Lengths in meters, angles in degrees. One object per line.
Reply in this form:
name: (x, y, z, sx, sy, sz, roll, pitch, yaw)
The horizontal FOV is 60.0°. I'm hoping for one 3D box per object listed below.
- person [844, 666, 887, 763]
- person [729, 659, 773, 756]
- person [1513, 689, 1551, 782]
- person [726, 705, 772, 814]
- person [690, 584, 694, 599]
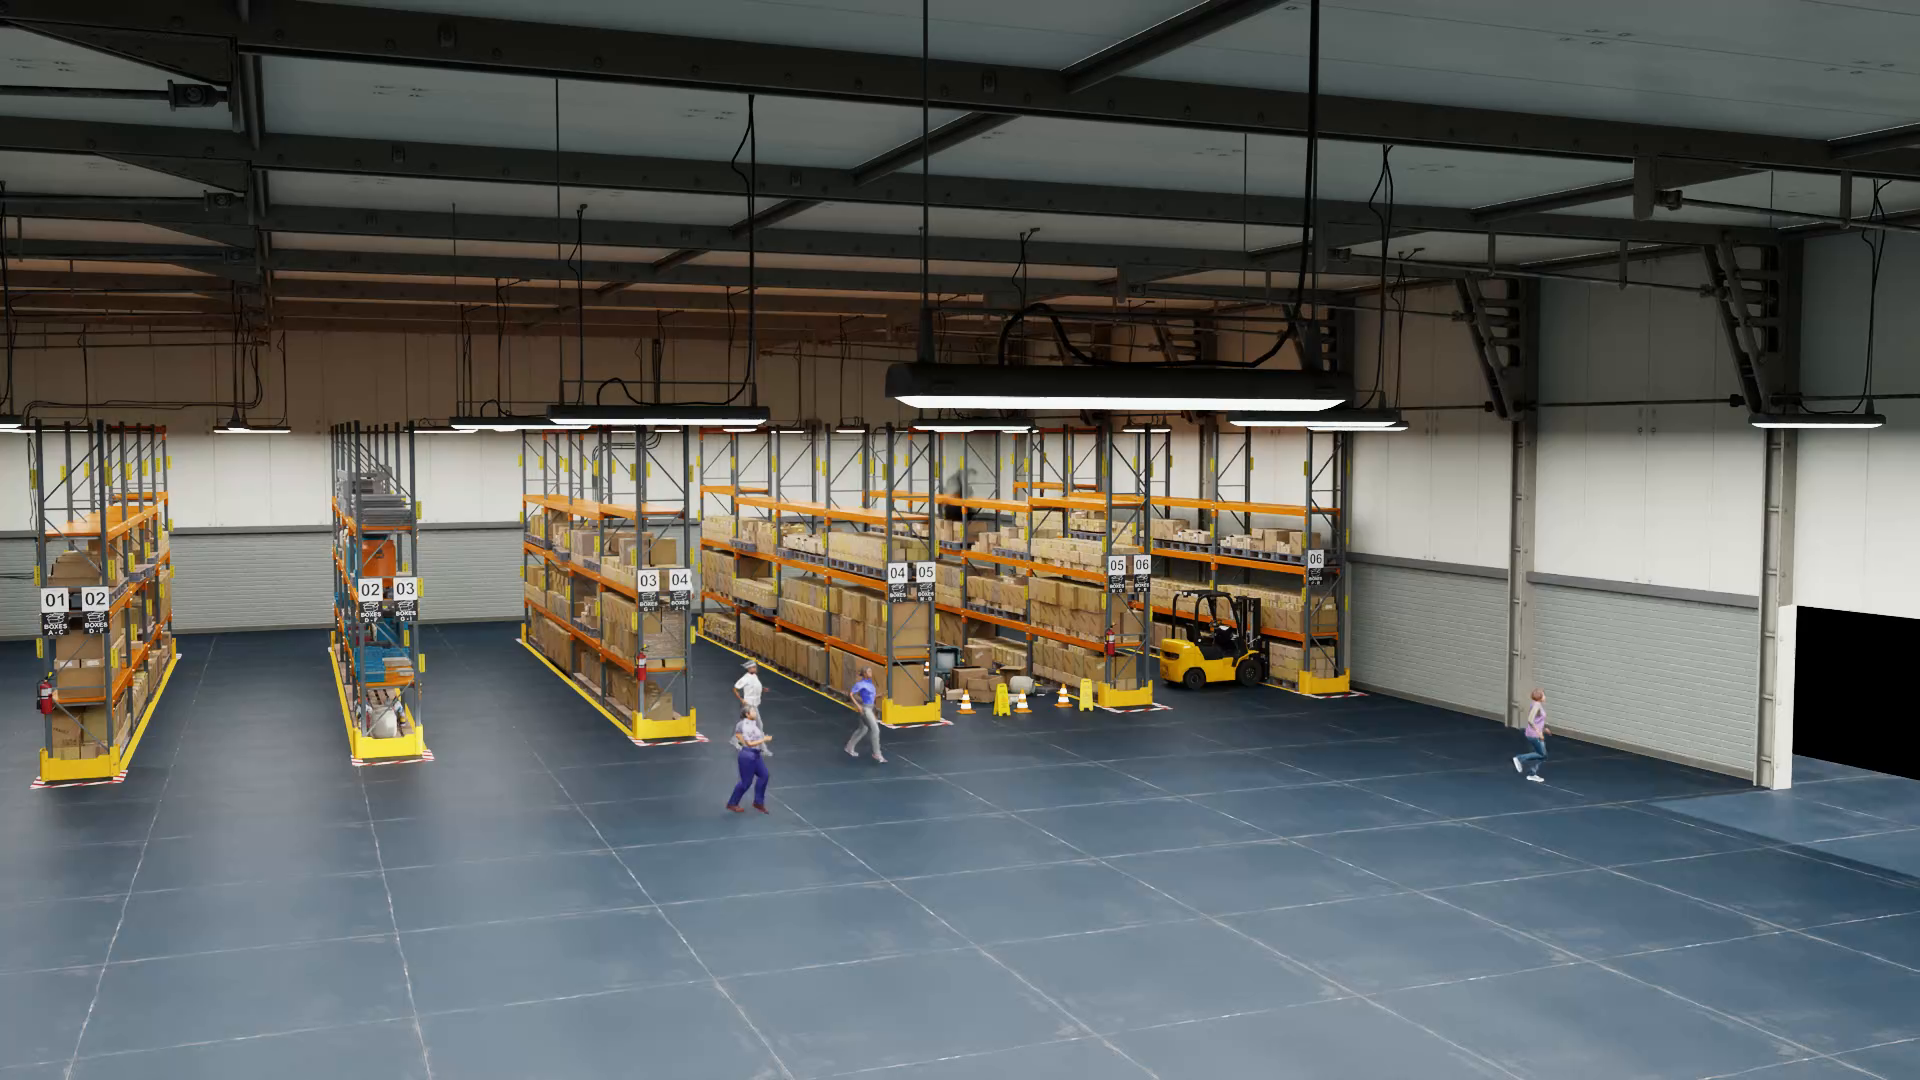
person: (-1.666, 3.058, 29.246, 0.825, 1.703, 0.554, 1, 4, 10)
person: (-3.743, 2.993, 29.842, 0.856, 1.719, 0.564, 1, 4, 13)
person: (9.514, 3.233, 27.585, 0.534, 1.550, 0.521, 1, 4, 20)
person: (-3.178, 3.339, 25.116, 0.708, 1.688, 0.585, 0, 4, 1)
person: (-8.107, 1.829, 48.825, 0.736, 1.693, 0.561, 3, 5, 41)
